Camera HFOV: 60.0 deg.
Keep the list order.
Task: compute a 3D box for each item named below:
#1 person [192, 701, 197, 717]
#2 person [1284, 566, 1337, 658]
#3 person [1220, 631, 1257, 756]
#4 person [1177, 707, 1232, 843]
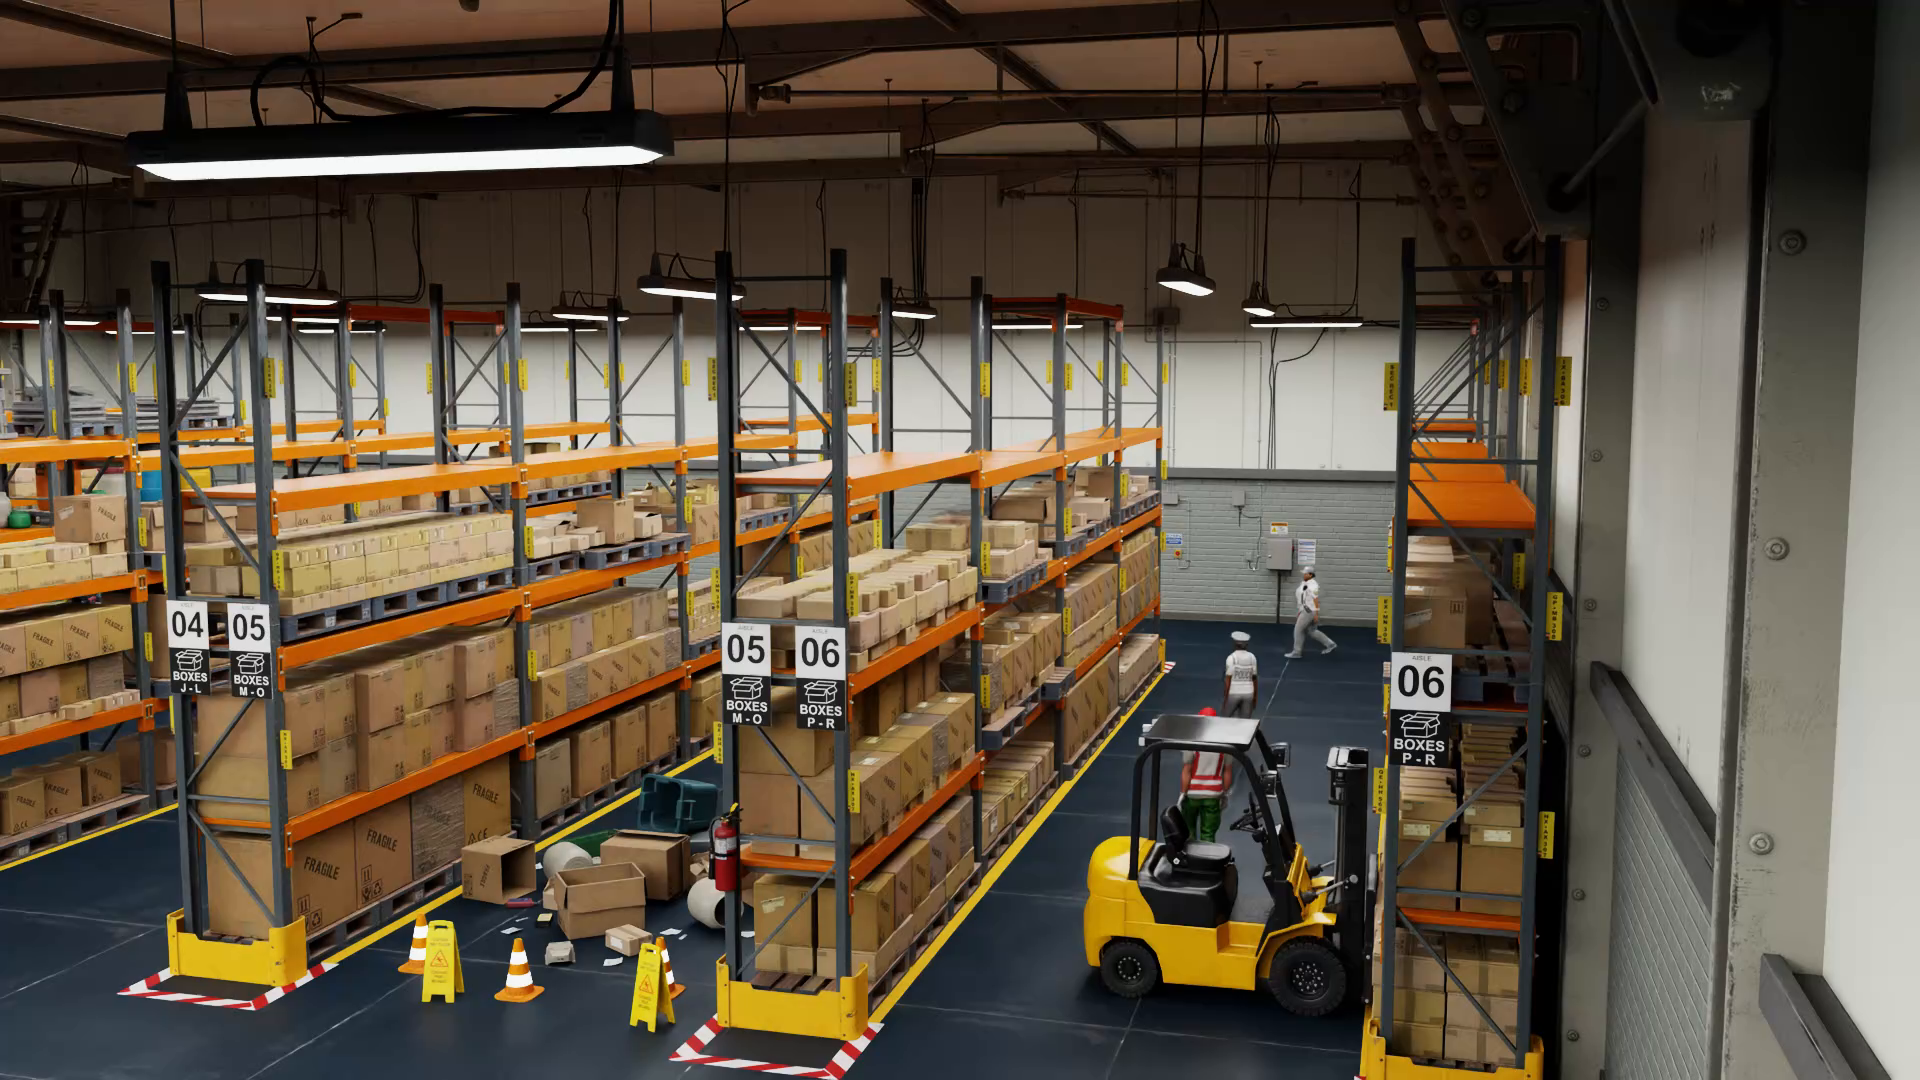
[{"bbox_3d":[-10.403,1.957,22.585,0.561,1.649,0.424,1,6,11],"label":"person"},{"bbox_3d":[6.177,1.260,29.192,0.917,1.623,0.493,1,6,10],"label":"person"},{"bbox_3d":[3.637,2.054,21.702,0.505,1.693,0.383,-2,6,-15],"label":"person"},{"bbox_3d":[2.419,2.551,16.451,0.543,1.808,0.537,1,6,5],"label":"person"}]
